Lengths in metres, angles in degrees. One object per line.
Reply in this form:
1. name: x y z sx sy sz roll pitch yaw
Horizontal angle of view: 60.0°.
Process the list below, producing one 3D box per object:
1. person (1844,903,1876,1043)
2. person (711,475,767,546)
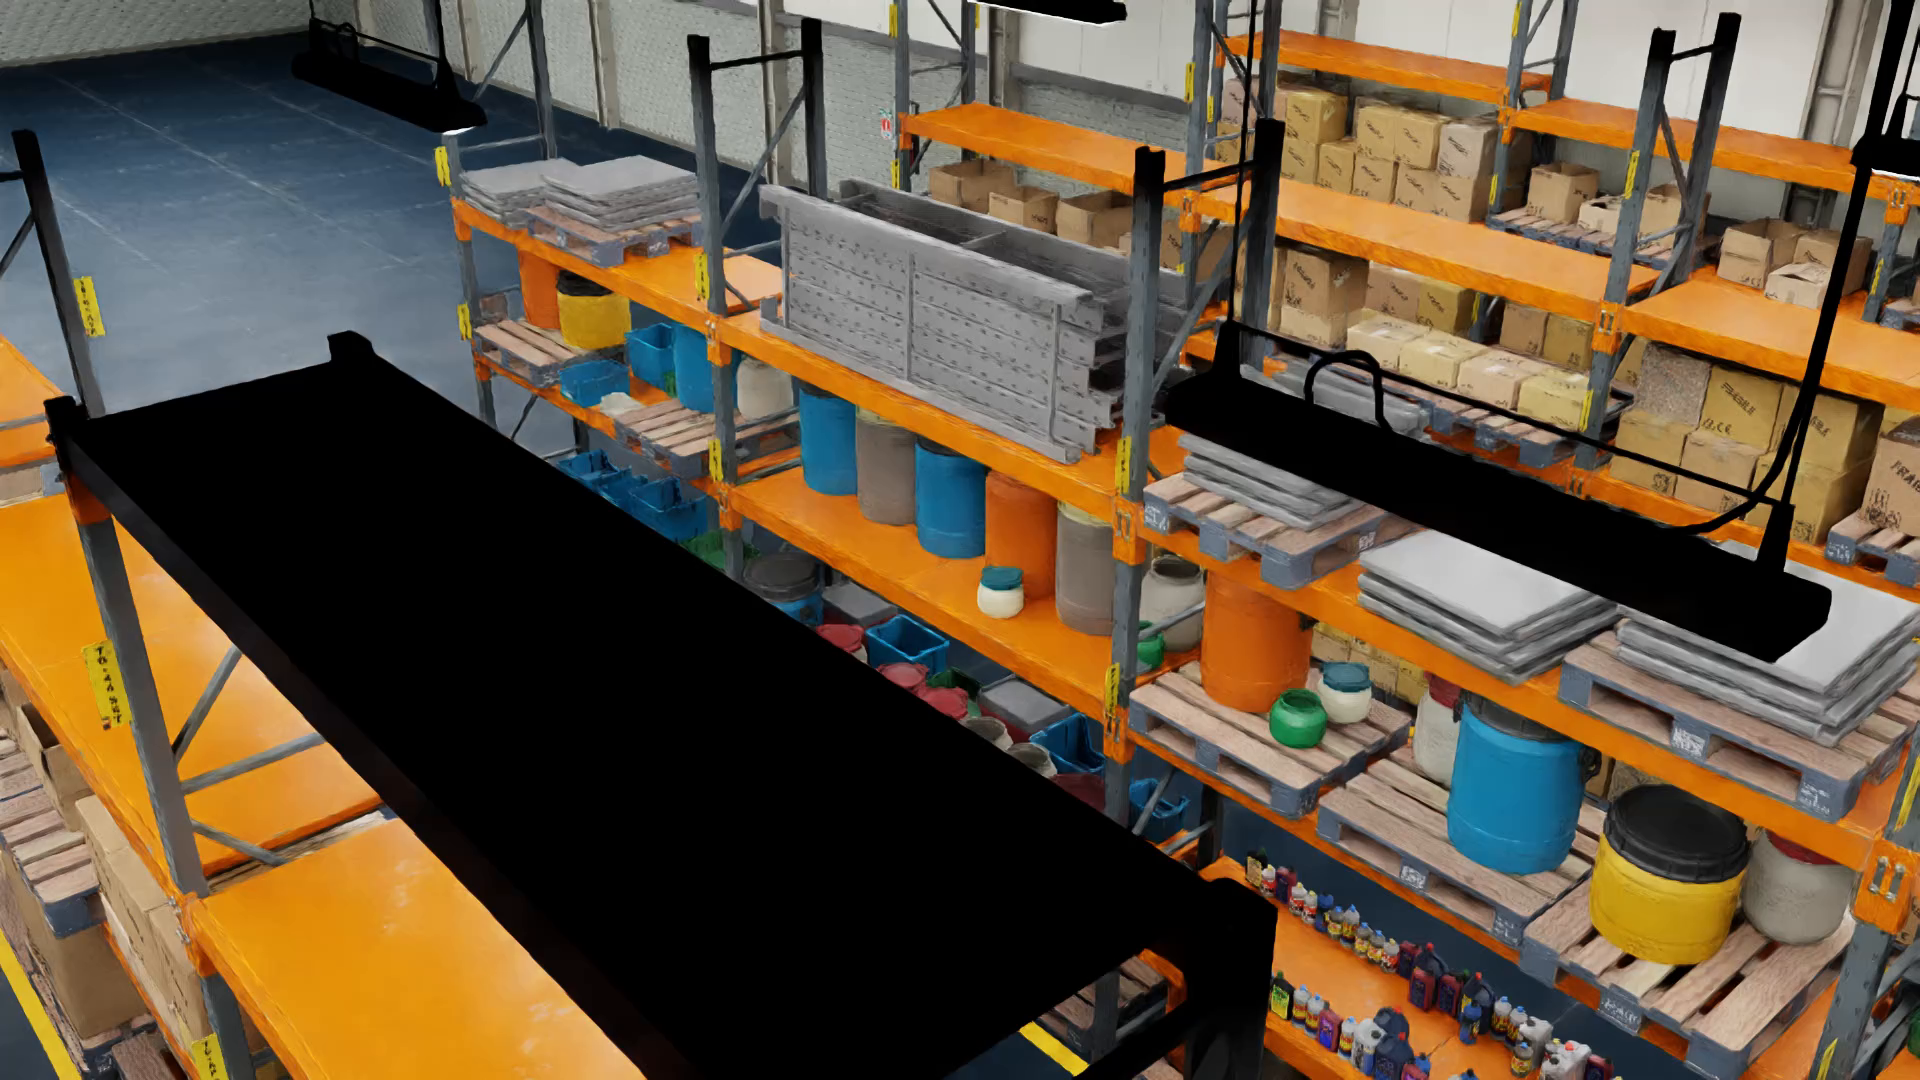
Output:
1. person: 5.596 2.487 10.900 0.455 1.578 1.089 -23 35 -38
2. person: -2.240 -0.572 16.778 0.611 1.752 0.582 -2 27 -4
